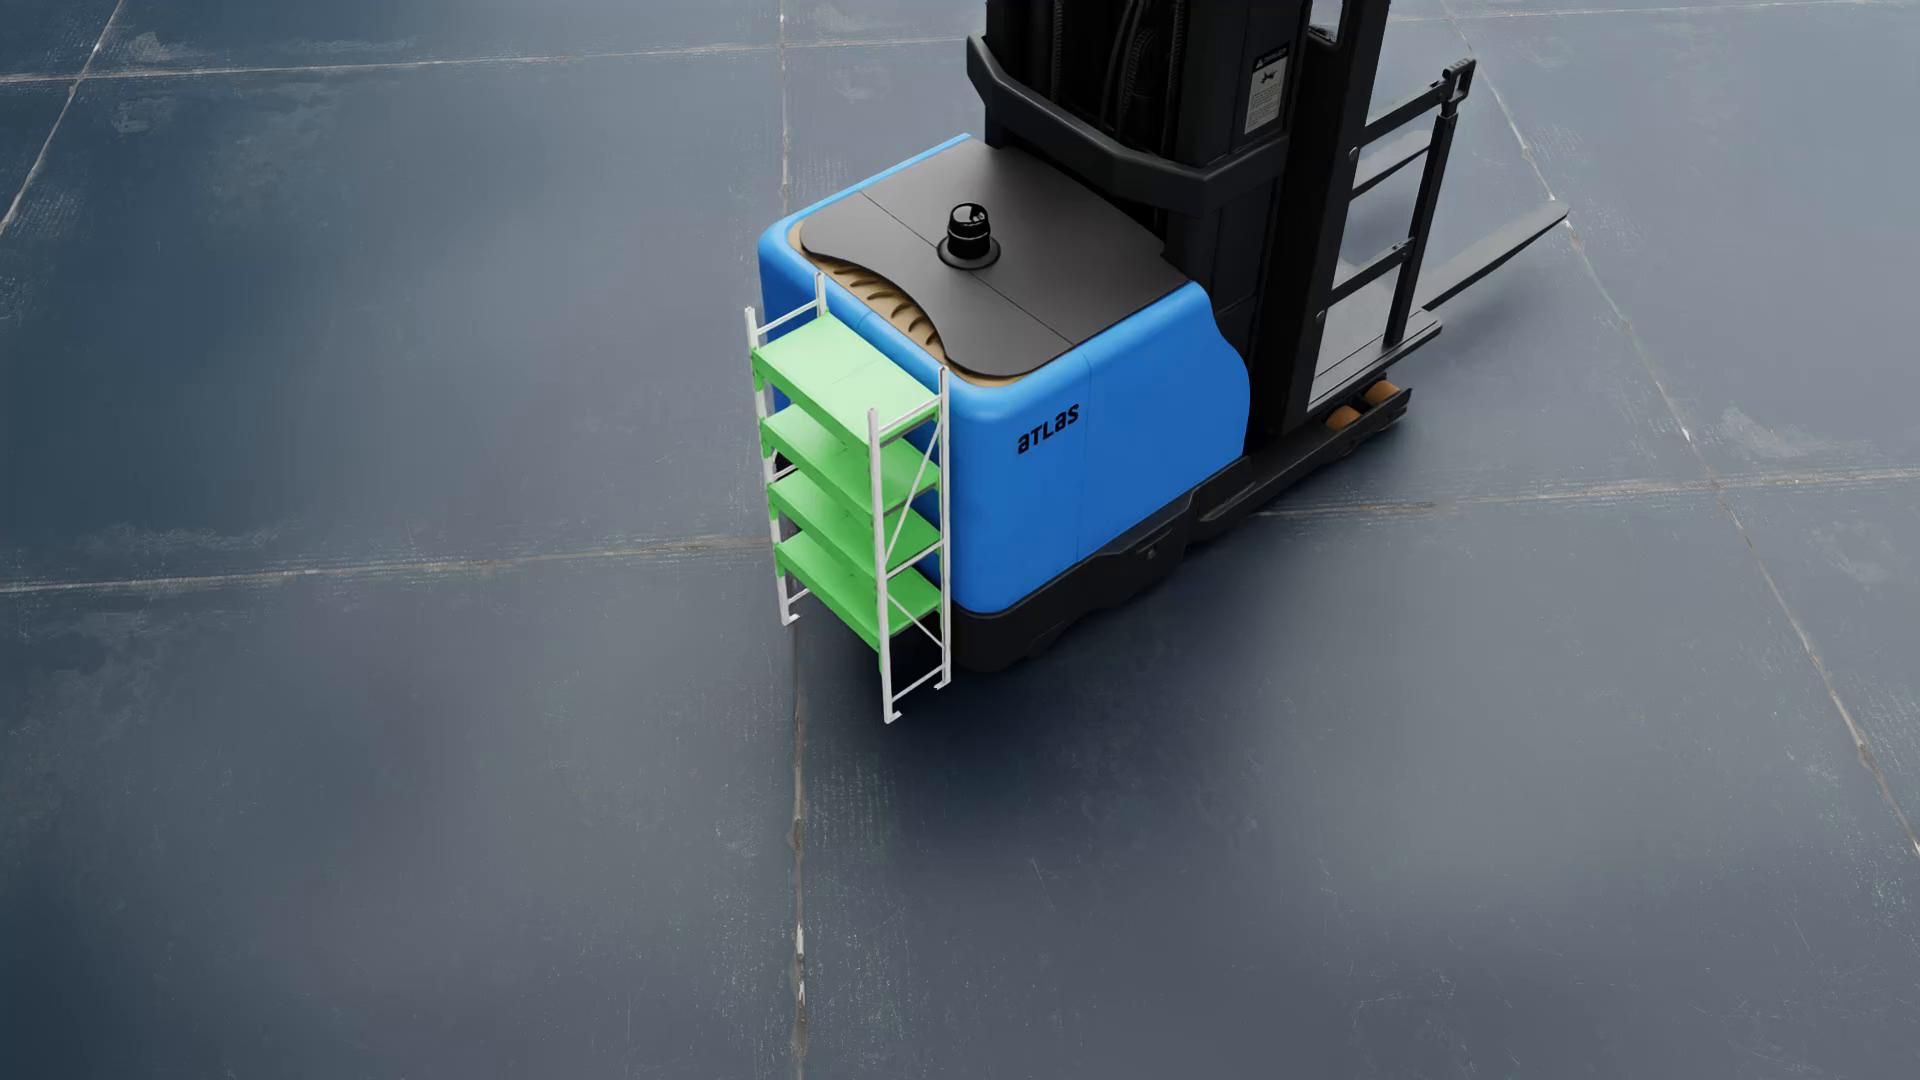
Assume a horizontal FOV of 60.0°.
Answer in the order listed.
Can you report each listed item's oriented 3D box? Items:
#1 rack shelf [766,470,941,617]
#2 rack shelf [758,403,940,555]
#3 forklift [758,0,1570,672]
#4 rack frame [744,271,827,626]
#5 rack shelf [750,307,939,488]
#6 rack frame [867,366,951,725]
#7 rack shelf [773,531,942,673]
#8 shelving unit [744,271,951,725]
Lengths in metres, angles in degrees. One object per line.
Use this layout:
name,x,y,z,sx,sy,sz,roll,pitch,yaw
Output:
rack shelf,-0.282,-0.036,4.546,0.258,0.148,0.480,-32,54,-27
rack shelf,-0.282,-0.201,4.372,0.258,0.148,0.480,-32,54,-27
forklift,0.873,-1.548,4.698,3.031,2.935,1.130,-32,54,-26
rack frame,-0.442,-0.214,4.626,0.240,1.200,0.015,-32,54,-27
rack shelf,-0.282,-0.366,4.197,0.258,0.148,0.480,-32,54,-27
rack frame,-0.122,0.054,4.373,0.240,1.200,0.015,-32,54,-27
rack shelf,-0.282,0.129,4.720,0.258,0.148,0.480,-32,54,-27
shelving unit,-0.282,-0.080,4.499,0.258,1.200,0.503,-32,54,-27
